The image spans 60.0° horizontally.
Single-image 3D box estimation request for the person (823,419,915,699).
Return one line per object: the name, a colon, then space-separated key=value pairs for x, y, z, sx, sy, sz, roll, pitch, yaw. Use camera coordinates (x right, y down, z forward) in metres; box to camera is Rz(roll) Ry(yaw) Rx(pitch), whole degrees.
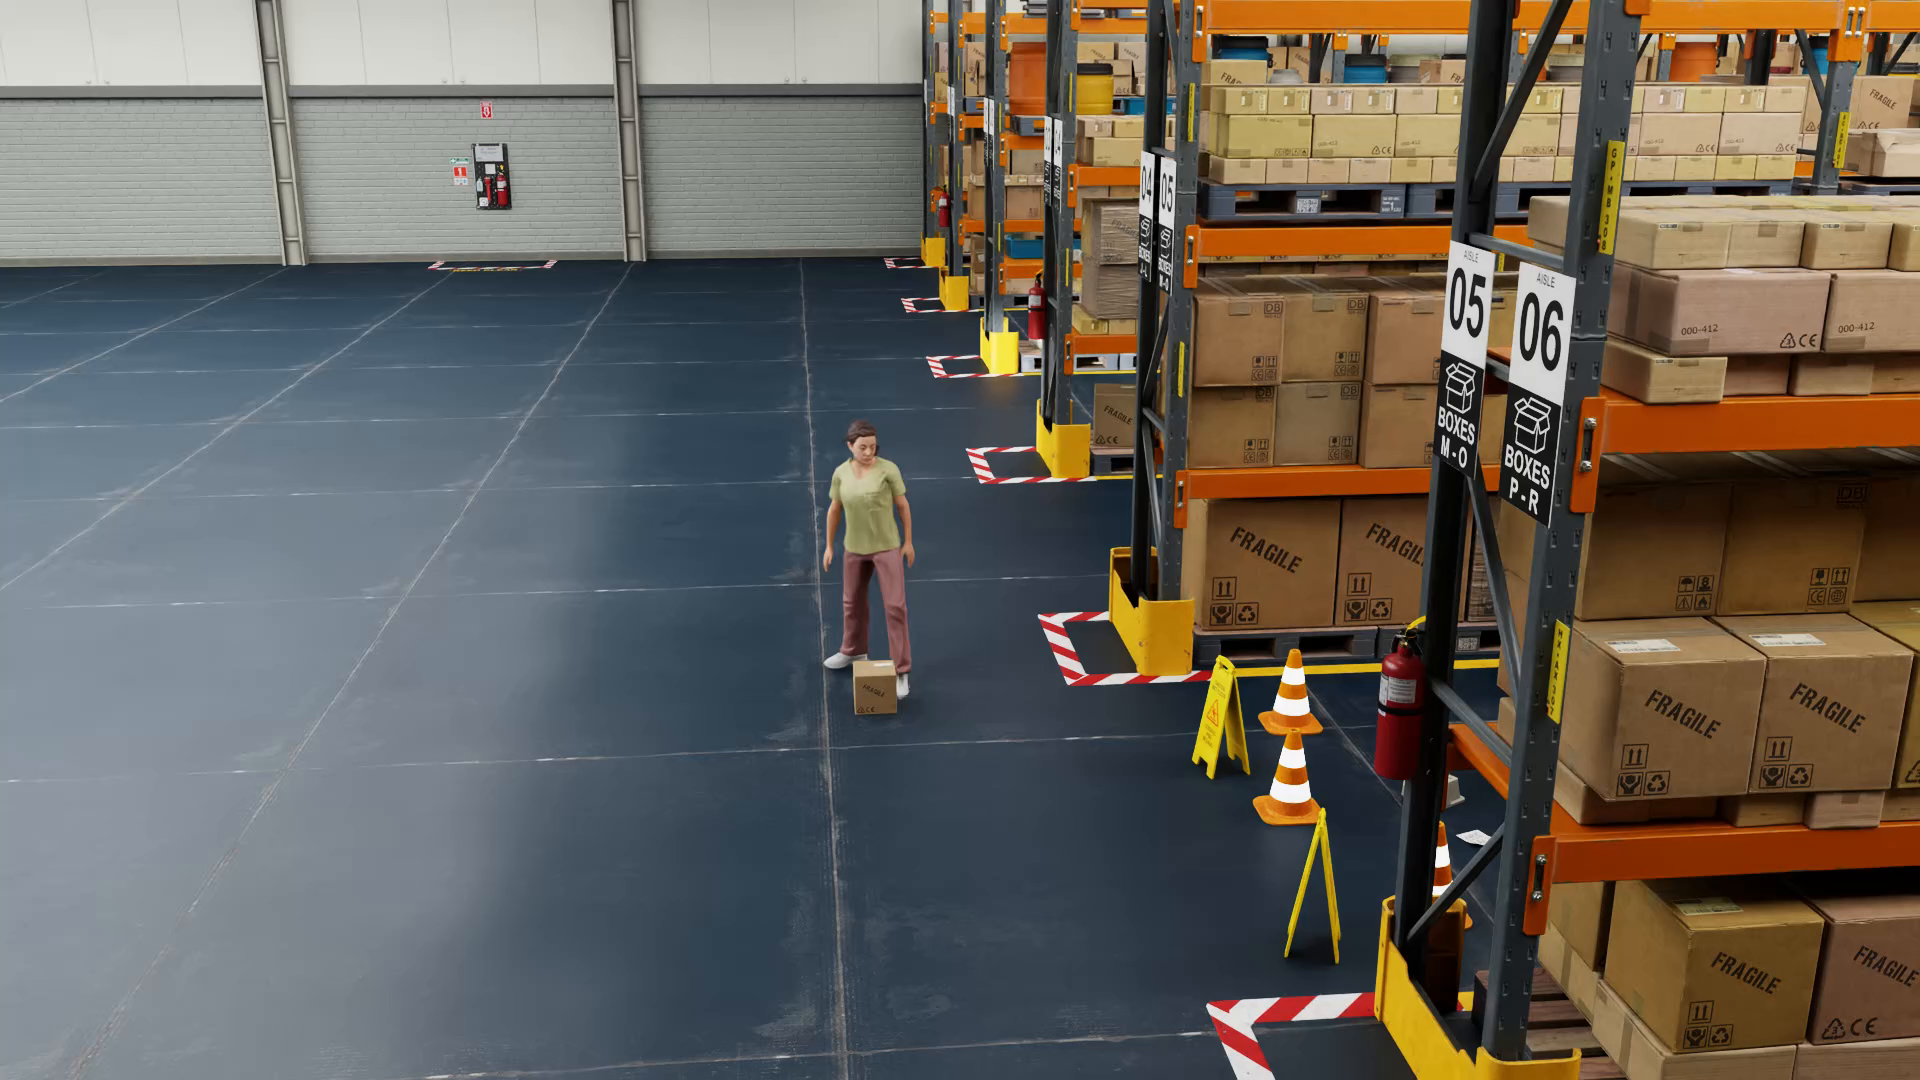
person: x=-0.572 y=0.084 z=10.297 sx=0.651 sy=1.708 sz=0.517 roll=6 pitch=18 yaw=18
